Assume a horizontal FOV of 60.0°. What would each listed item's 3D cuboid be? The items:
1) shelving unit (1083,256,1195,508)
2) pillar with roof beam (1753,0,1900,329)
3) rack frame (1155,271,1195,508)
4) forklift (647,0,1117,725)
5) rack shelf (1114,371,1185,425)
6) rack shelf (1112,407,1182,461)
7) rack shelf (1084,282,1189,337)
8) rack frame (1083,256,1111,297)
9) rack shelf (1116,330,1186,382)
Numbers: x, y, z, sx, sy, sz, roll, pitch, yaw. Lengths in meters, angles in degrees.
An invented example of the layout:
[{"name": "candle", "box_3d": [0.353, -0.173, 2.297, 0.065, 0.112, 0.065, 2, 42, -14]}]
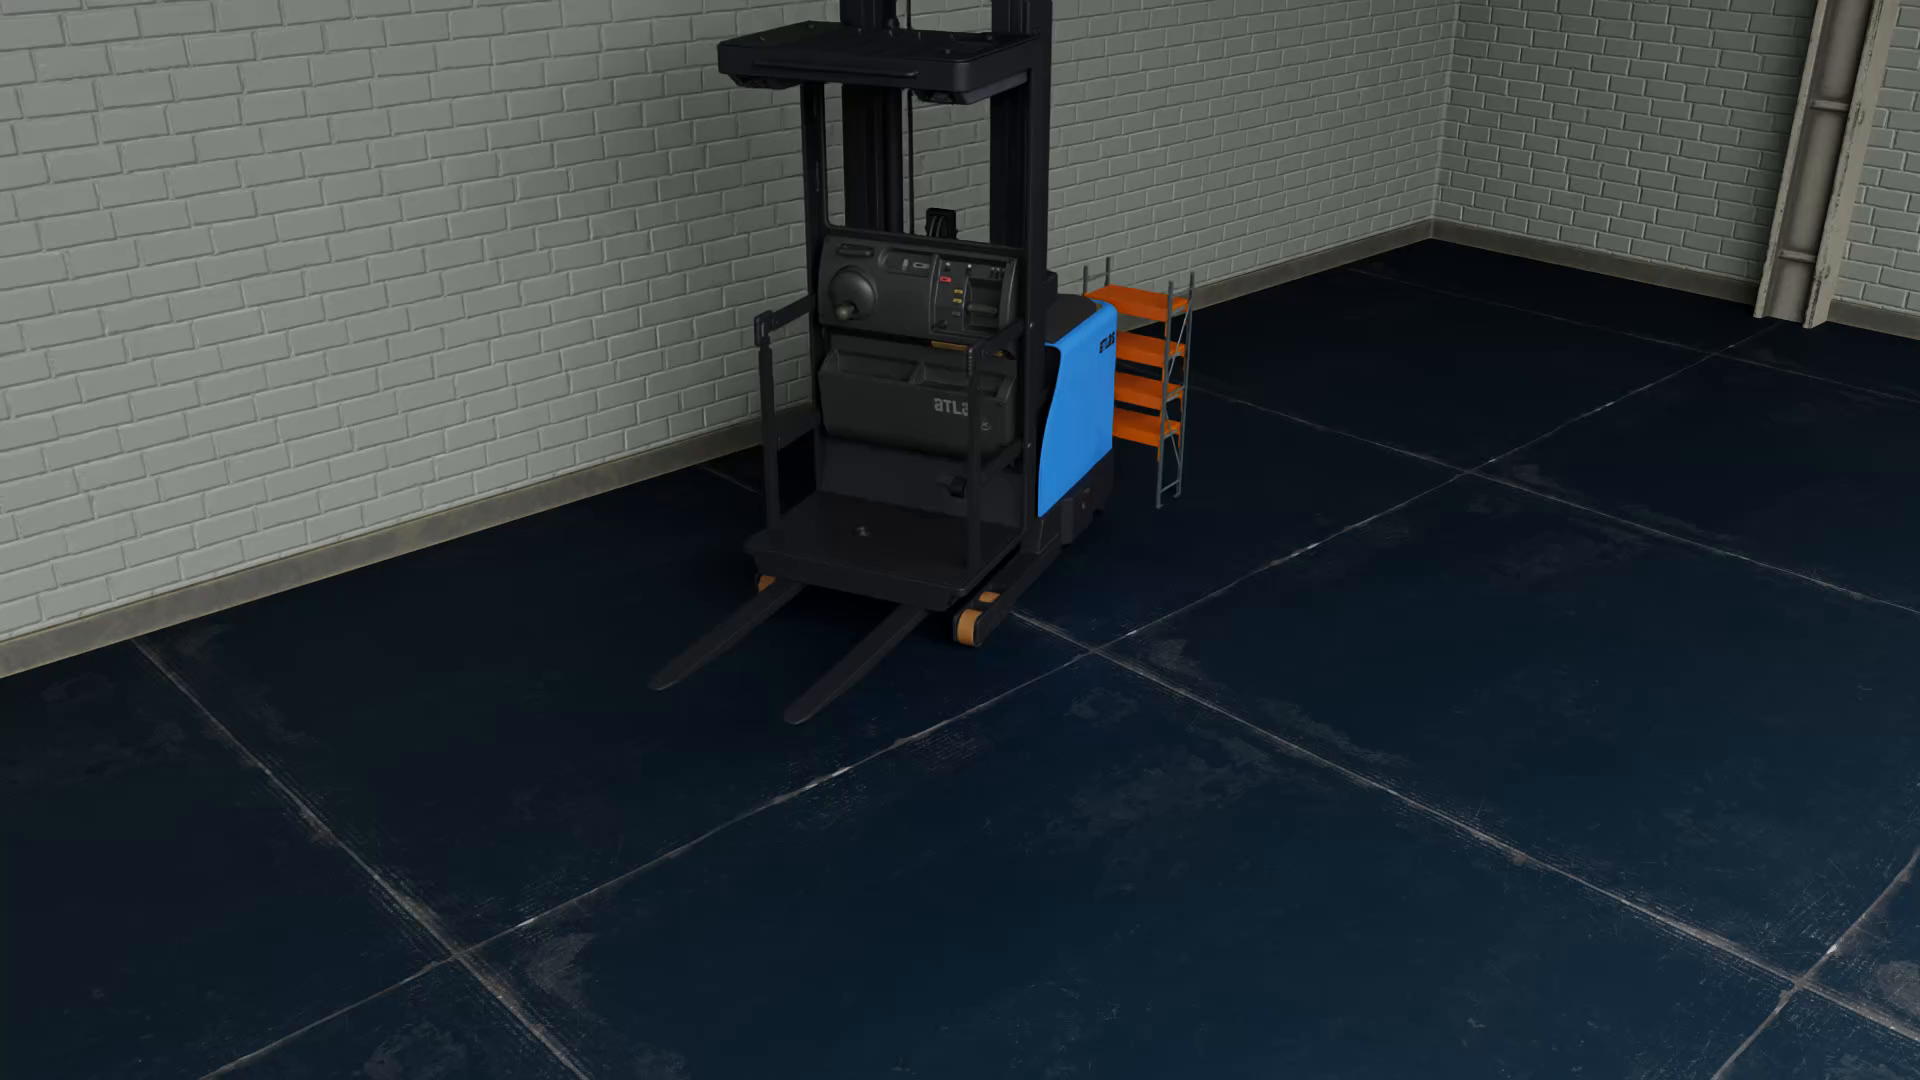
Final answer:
[{"name": "shelving unit", "box_3d": [0.894, -0.811, 8.579, 0.503, 1.200, 0.258, 17, 29, 32]}, {"name": "pillar with roof beam", "box_3d": [2.680, -4.429, 7.117, 9.100, 9.000, 0.400, -21, 32, -38]}, {"name": "rack frame", "box_3d": [1.092, -0.752, 8.450, 0.015, 1.200, 0.240, 17, 29, 32]}, {"name": "forklift", "box_3d": [-0.280, -1.072, 7.069, 1.130, 2.935, 3.031, 11, 27, 22]}, {"name": "rack shelf", "box_3d": [0.893, -0.750, 8.606, 0.480, 0.148, 0.258, 17, 29, 32]}, {"name": "rack shelf", "box_3d": [0.892, -0.568, 8.687, 0.480, 0.148, 0.258, 17, 29, 32]}, {"name": "rack shelf", "box_3d": [0.897, -1.170, 8.419, 0.480, 0.148, 0.258, 17, 29, 32]}, {"name": "rack frame", "box_3d": [0.696, -0.870, 8.708, 0.015, 1.200, 0.240, 17, 29, 32]}, {"name": "rack shelf", "box_3d": [0.895, -0.954, 8.515, 0.480, 0.148, 0.258, 17, 29, 32]}]
